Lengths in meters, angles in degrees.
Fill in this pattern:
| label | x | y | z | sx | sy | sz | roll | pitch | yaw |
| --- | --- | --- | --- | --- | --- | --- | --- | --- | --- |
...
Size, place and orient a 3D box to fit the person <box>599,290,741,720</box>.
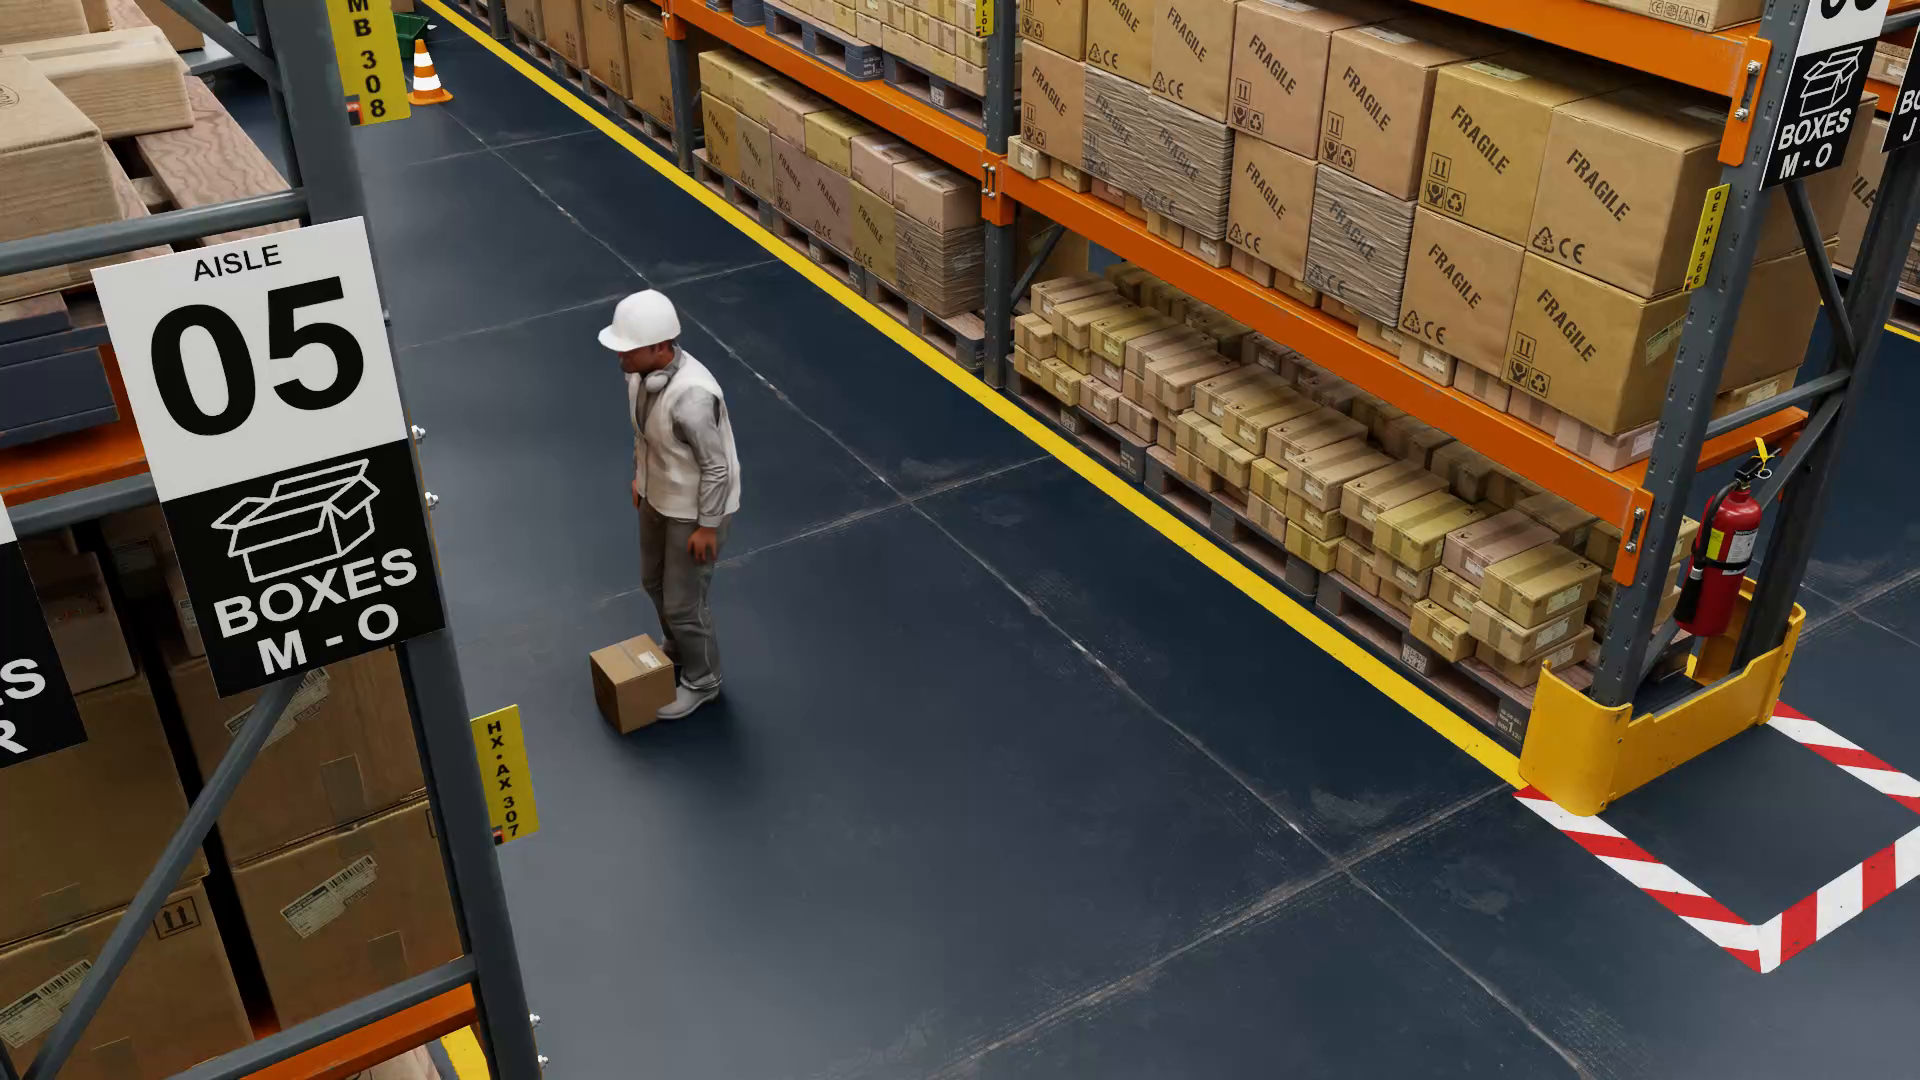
| label | x | y | z | sx | sy | sz | roll | pitch | yaw |
| --- | --- | --- | --- | --- | --- | --- | --- | --- | --- |
| person | -1.084 | -0.146 | 6.345 | 0.476 | 1.769 | 0.581 | -21 | 38 | -30 |
